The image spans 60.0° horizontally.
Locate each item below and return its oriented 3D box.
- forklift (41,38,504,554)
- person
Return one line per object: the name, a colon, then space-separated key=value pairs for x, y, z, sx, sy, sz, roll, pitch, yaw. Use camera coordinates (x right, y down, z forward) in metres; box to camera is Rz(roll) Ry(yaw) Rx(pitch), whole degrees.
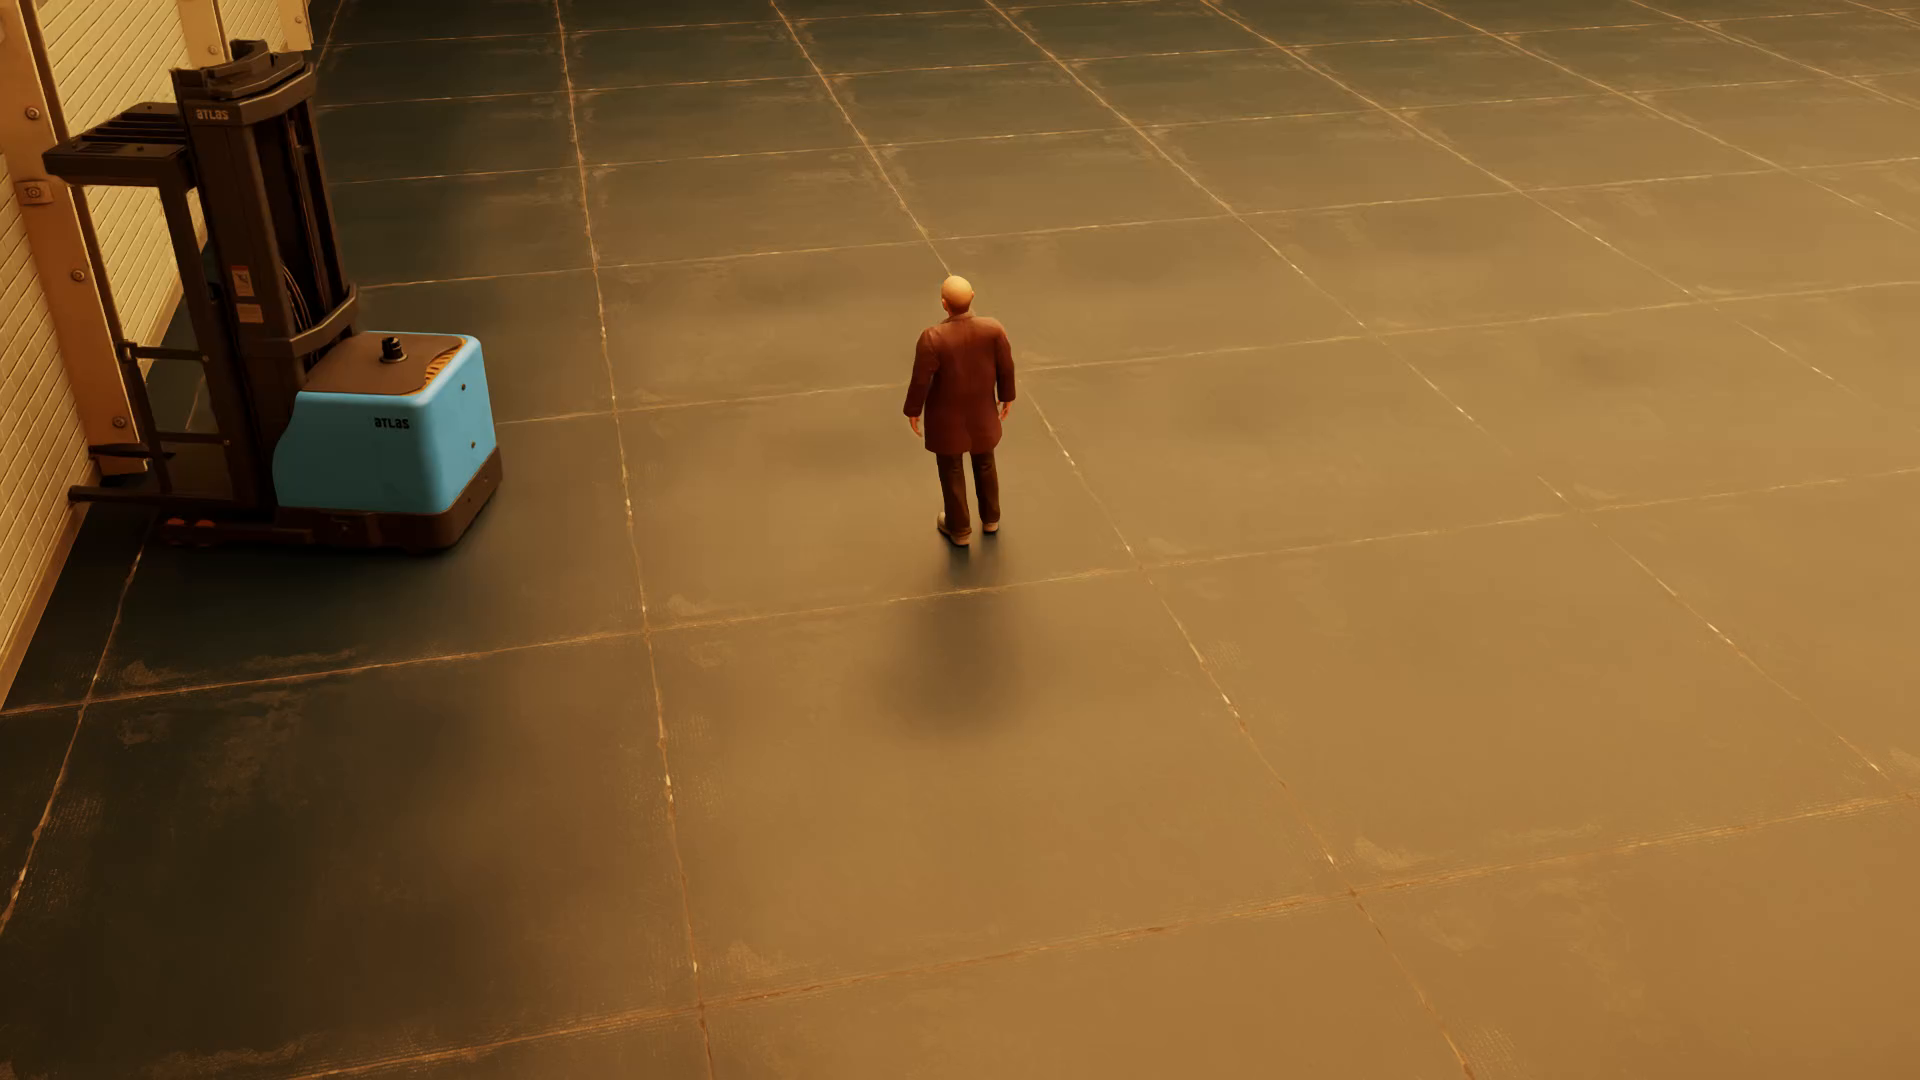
forklift: x=-4.593 y=-1.486 z=10.142 sx=3.031 sy=2.935 sz=1.130 roll=3 pitch=30 yaw=5
person: x=-0.018 y=-0.821 z=10.129 sx=0.698 sy=1.778 sz=0.579 roll=-7 pitch=31 yaw=-12
